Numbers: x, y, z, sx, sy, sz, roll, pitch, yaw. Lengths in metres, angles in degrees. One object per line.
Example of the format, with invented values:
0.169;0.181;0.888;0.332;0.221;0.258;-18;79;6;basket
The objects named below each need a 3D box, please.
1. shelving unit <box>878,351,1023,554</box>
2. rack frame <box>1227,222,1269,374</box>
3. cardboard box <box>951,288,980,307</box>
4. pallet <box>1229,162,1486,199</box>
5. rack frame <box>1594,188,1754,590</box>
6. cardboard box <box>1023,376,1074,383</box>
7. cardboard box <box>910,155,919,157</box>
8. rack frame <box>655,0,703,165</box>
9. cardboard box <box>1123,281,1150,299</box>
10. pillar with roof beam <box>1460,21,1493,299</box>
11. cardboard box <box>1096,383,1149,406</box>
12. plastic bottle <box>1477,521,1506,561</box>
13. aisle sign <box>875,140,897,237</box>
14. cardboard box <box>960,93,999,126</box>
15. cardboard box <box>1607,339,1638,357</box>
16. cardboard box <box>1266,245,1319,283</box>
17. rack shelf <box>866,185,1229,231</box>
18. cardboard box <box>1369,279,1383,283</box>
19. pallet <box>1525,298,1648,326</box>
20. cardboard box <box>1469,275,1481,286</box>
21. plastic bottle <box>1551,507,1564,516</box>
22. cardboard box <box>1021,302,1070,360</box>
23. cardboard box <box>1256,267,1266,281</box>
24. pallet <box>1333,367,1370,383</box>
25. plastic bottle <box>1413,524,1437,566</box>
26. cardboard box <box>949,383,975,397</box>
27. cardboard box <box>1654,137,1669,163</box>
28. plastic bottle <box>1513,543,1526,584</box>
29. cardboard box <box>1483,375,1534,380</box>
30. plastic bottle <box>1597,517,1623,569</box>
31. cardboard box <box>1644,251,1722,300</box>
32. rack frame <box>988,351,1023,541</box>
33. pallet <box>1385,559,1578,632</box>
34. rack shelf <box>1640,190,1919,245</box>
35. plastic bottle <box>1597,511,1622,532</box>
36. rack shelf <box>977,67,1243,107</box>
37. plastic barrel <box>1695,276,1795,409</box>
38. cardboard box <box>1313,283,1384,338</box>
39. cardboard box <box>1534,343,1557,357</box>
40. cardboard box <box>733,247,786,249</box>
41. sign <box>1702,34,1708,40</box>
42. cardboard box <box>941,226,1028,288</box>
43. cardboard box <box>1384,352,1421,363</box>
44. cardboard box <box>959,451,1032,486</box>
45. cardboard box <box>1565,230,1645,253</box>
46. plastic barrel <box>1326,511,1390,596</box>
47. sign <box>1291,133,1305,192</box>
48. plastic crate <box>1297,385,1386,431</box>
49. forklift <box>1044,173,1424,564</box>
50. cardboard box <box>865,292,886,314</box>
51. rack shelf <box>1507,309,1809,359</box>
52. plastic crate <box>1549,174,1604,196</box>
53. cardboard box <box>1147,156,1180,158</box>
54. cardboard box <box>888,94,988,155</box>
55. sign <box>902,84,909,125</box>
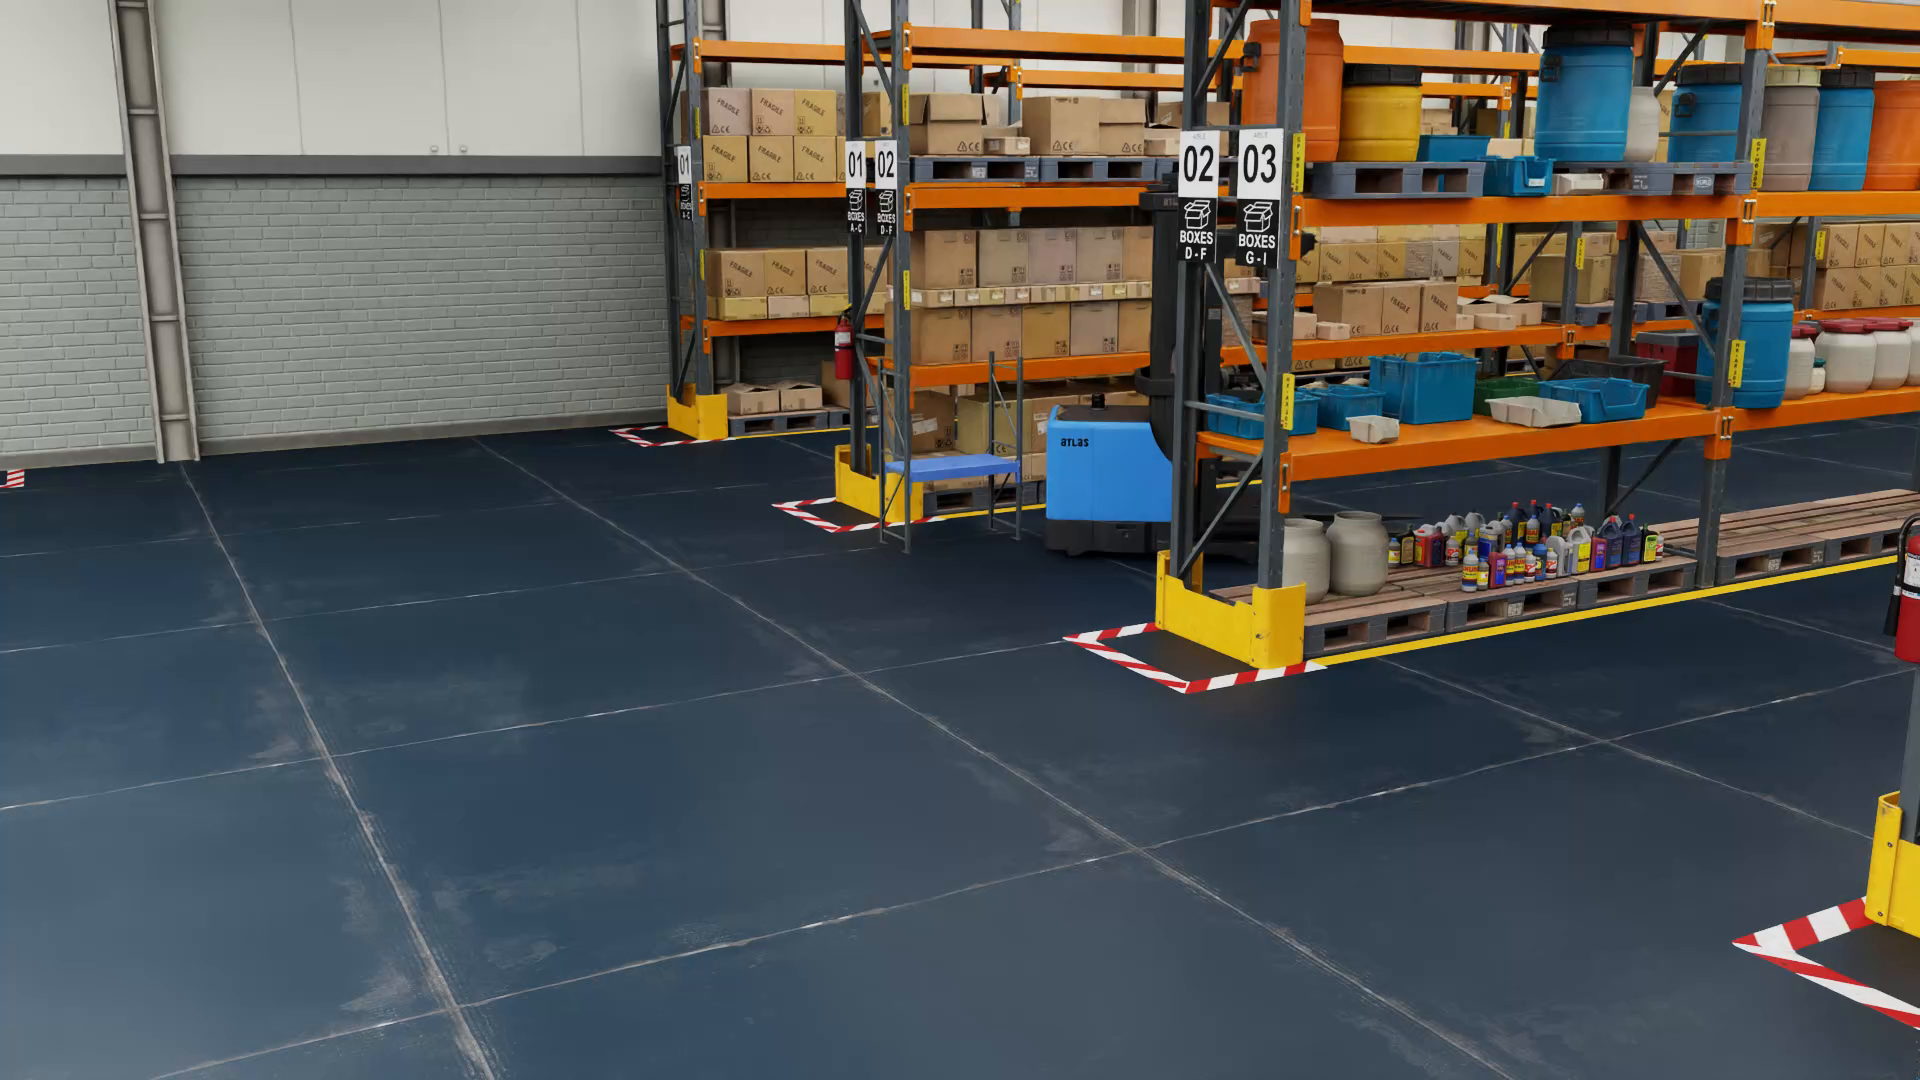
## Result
-0.075;-0.723;13.405;1.048;1.500;0.538;-7;14;-28;shelving unit
3.938;-3.535;22.486;0.127;3.000;1.000;-7;14;-28;rack frame
-0.029;-2.133;14.549;0.250;0.149;0.380;-7;15;-29;cardboard box
2.436;-2.224;10.258;1.213;0.211;1.003;-7;14;-28;pallet
5.174;-1.205;12.133;0.127;3.000;1.000;-7;14;-28;rack frame
1.066;-2.190;21.201;0.500;0.500;0.700;-6;14;-26;cardboard box
-0.816;-4.419;19.309;0.500;0.500;0.500;-7;15;-30;cardboard box
-3.083;-5.621;18.088;0.127;3.000;1.000;-7;14;-28;rack frame
1.553;-2.322;15.391;0.250;0.149;0.380;-6;14;-26;cardboard box
9.712;-6.294;21.079;0.400;9.000;9.100;-7;14;-28;pillar with roof beam
1.620;-1.195;15.685;0.500;0.500;0.500;-7;14;-28;cardboard box
3.821;0.004;11.960;0.135;0.276;0.152;-7;14;-28;plastic bottle
-0.618;-2.942;13.928;0.004;0.787;0.394;-7;14;-28;aisle sign
0.118;-5.019;19.698;0.500;0.500;0.500;-8;15;-33;cardboard box
7.967;-2.201;19.540;0.500;0.250;0.500;-7;15;-29;cardboard box
4.487;-3.741;22.448;0.500;0.500;0.500;-6;14;-26;cardboard box
1.049;-3.062;15.191;4.000;0.370;1.077;-7;14;-28;rack shelf
5.680;-3.576;23.194;0.250;0.149;0.380;-7;14;-28;cardboard box
6.877;-2.572;18.644;1.003;0.211;1.213;-7;14;-28;pallet
7.288;-3.753;23.981;0.250;0.149;0.380;-7;14;-27;cardboard box
4.414;-0.103;12.436;0.135;0.276;0.152;-6;14;-26;plastic bottle
0.606;-1.942;15.180;0.500;0.500;0.700;-7;14;-27;cardboard box
4.227;-3.839;22.887;0.500;0.500;0.500;-7;14;-28;cardboard box
5.736;-2.371;23.663;1.213;0.211;1.003;-7;14;-28;pallet
3.300;0.031;11.842;0.135;0.276;0.152;-7;14;-27;plastic bottle
-0.028;-1.885;20.604;0.250;0.166;0.380;-9;16;-35;cardboard box
7.586;-4.254;18.620;0.500;0.500;0.910;-7;14;-28;cardboard box
3.793;0.155;11.302;0.097;0.271;0.097;0;13;0;plastic bottle
5.973;-1.616;17.985;0.500;0.311;0.500;-6;14;-26;cardboard box
4.579;0.016;11.738;0.185;0.351;0.144;-8;15;-31;plastic bottle
8.305;-3.058;19.180;0.500;0.500;0.700;-12;17;-42;cardboard box
0.371;-0.776;13.642;0.032;1.500;0.500;-7;14;-28;rack frame
3.493;0.347;11.587;1.213;0.211;1.003;-7;14;-28;pallet
6.930;-2.528;12.818;4.000;0.370;1.077;-7;14;-28;rack shelf
4.678;-0.032;11.951;0.185;0.351;0.144;-7;14;-28;plastic bottle
2.183;-5.706;21.016;4.000;0.370;1.077;-7;14;-28;rack shelf
5.659;-1.432;11.999;0.708;0.901;0.600;-7;14;-28;plastic barrel
3.949;-2.342;16.957;0.500;0.500;0.500;-6;14;-24;cardboard box
8.597;-3.053;25.078;0.500;0.500;0.700;-7;14;-28;cardboard box
-2.325;-3.138;19.308;0.500;0.500;0.500;-7;14;-27;cardboard box
11.208;-7.692;24.985;0.005;0.325;0.100;-7;14;-28;sign
0.215;-2.530;14.836;0.500;0.500;0.700;-7;15;-29;cardboard box
6.162;-2.925;23.713;0.750;0.750;0.750;-6;14;-26;cardboard box
0.308;-0.670;15.059;0.500;0.250;0.500;-7;14;-28;cardboard box
9.884;-4.389;25.596;0.700;0.700;0.980;-7;14;-28;cardboard box
2.644;0.088;11.098;0.421;0.512;0.421;0;13;0;plastic barrel
1.923;-2.146;9.460;0.005;0.325;0.100;-7;14;-28;sign
2.532;-0.889;11.068;0.408;0.251;0.499;-7;14;-28;plastic crate
2.206;-1.367;13.006;3.031;2.935;1.130;1;13;5;forklift
-1.159;-2.783;19.440;0.500;0.250;0.500;-7;14;-27;cardboard box
8.071;-2.441;19.260;4.000;0.370;1.077;-7;14;-28;rack shelf
3.959;-2.293;10.736;0.396;0.136;0.243;-7;14;-28;plastic crate
2.756;-4.940;21.617;0.637;0.503;0.797;-5;14;-20;cardboard box
-0.200;-3.586;14.369;0.637;0.503;0.797;-6;14;-24;cardboard box
-0.446;-3.560;13.594;0.005;0.325;0.100;-7;14;-28;sign
